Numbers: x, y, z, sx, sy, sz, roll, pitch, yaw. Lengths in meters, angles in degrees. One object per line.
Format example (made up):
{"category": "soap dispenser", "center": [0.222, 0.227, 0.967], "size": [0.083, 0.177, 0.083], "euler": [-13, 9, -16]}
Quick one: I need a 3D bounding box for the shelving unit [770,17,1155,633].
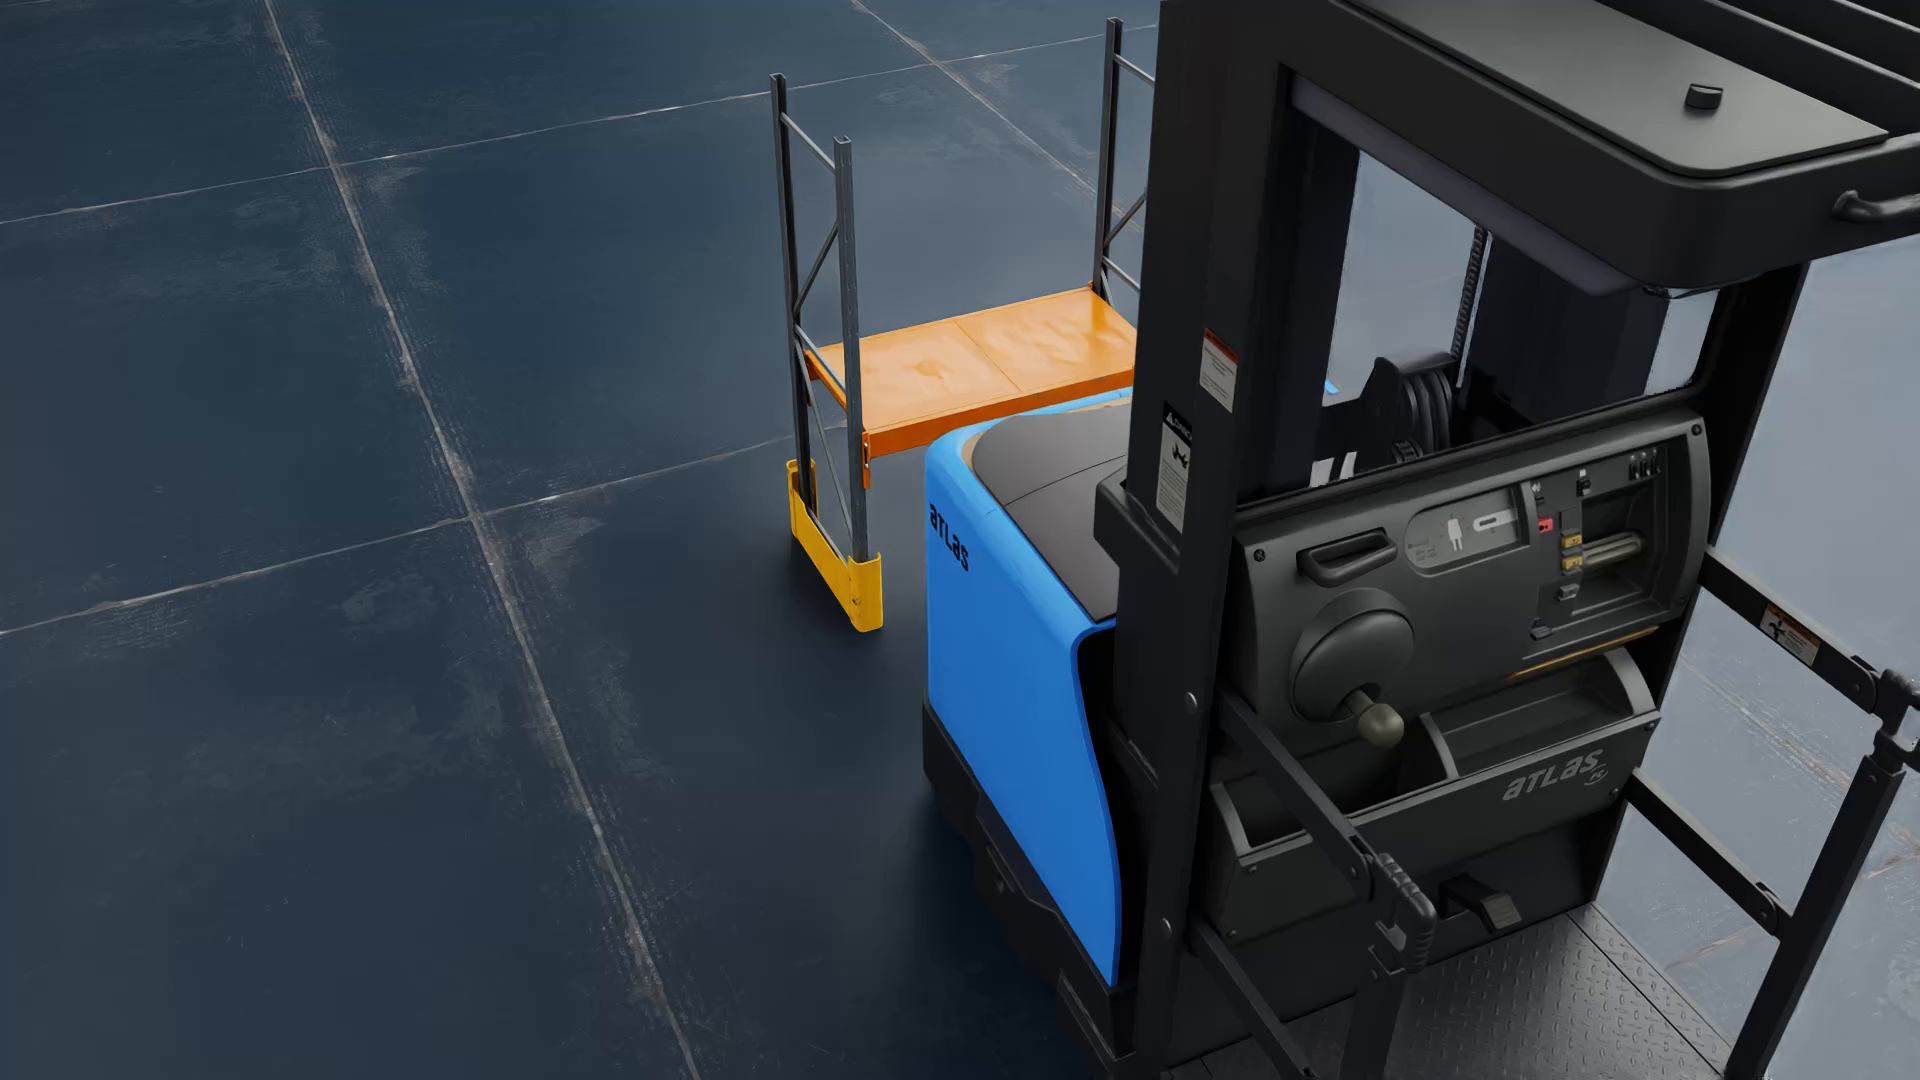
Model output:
{"category": "shelving unit", "center": [0.069, -0.622, 4.829], "size": [1.083, 1.500, 0.587], "euler": [-16, 39, -20]}

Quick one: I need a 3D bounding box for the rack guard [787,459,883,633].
{"category": "rack guard", "center": [-0.382, 0.006, 5.032], "size": [0.087, 0.250, 0.587], "euler": [-16, 39, -20]}

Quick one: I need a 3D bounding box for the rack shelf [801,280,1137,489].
{"category": "rack shelf", "center": [0.077, -0.480, 4.939], "size": [1.000, 0.185, 0.538], "euler": [-16, 39, -20]}

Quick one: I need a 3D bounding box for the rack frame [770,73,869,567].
{"category": "rack frame", "center": [-0.383, -0.495, 4.659], "size": [0.032, 1.500, 0.500], "euler": [-16, 39, -20]}

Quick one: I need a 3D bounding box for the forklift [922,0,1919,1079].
{"category": "forklift", "center": [0.965, 0.130, 2.614], "size": [1.130, 2.935, 3.031], "euler": [-15, 39, -19]}

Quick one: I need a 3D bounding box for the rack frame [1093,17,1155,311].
{"category": "rack frame", "center": [0.537, -0.753, 5.006], "size": [0.032, 1.500, 0.500], "euler": [-16, 39, -20]}
